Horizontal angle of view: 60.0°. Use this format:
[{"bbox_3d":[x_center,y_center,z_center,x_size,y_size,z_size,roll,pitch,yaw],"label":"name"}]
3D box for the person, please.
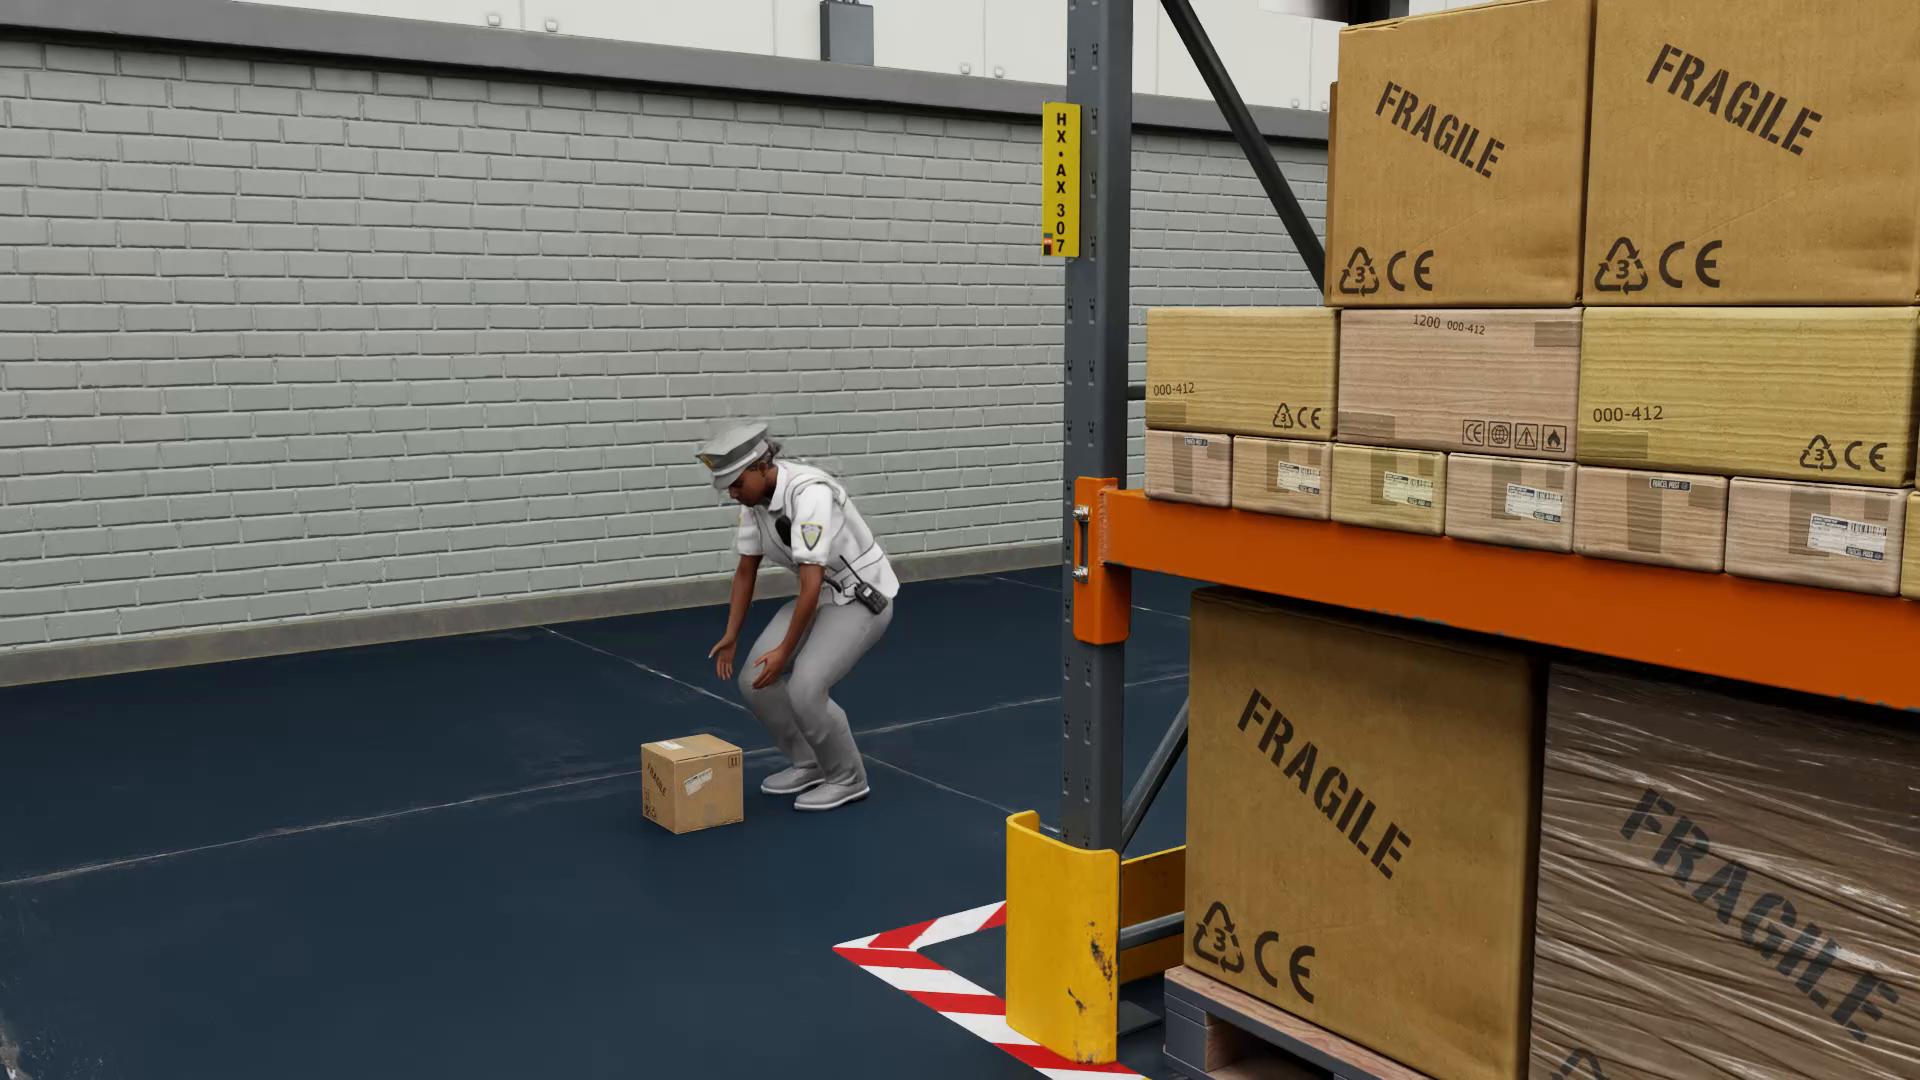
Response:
[{"bbox_3d":[-0.547,0.256,5.701,0.741,1.331,0.496,-6,10,-36],"label":"person"}]
